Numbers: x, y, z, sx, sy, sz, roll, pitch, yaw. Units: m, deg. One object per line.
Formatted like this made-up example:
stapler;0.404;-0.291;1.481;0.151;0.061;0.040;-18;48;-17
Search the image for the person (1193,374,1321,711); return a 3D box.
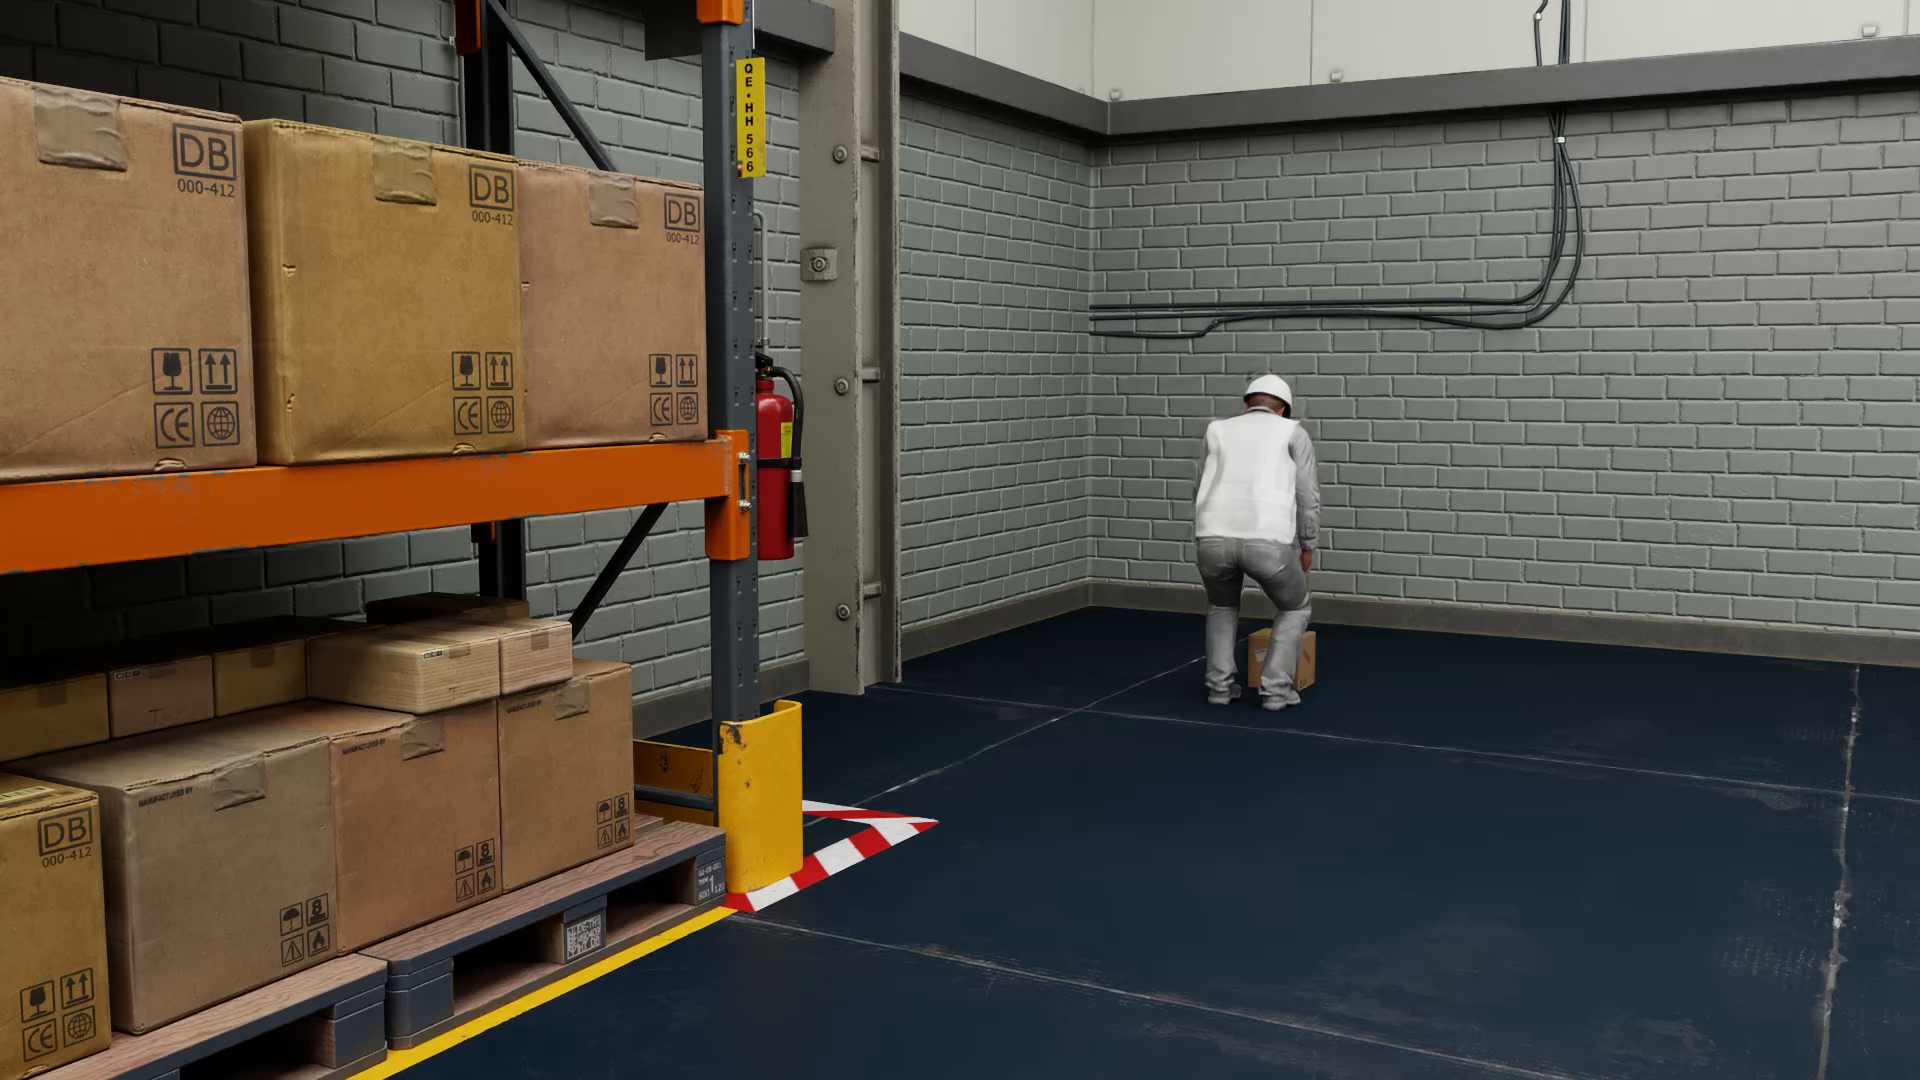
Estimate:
person;1.308;-0.003;7.500;0.591;1.478;0.734;3;7;29
